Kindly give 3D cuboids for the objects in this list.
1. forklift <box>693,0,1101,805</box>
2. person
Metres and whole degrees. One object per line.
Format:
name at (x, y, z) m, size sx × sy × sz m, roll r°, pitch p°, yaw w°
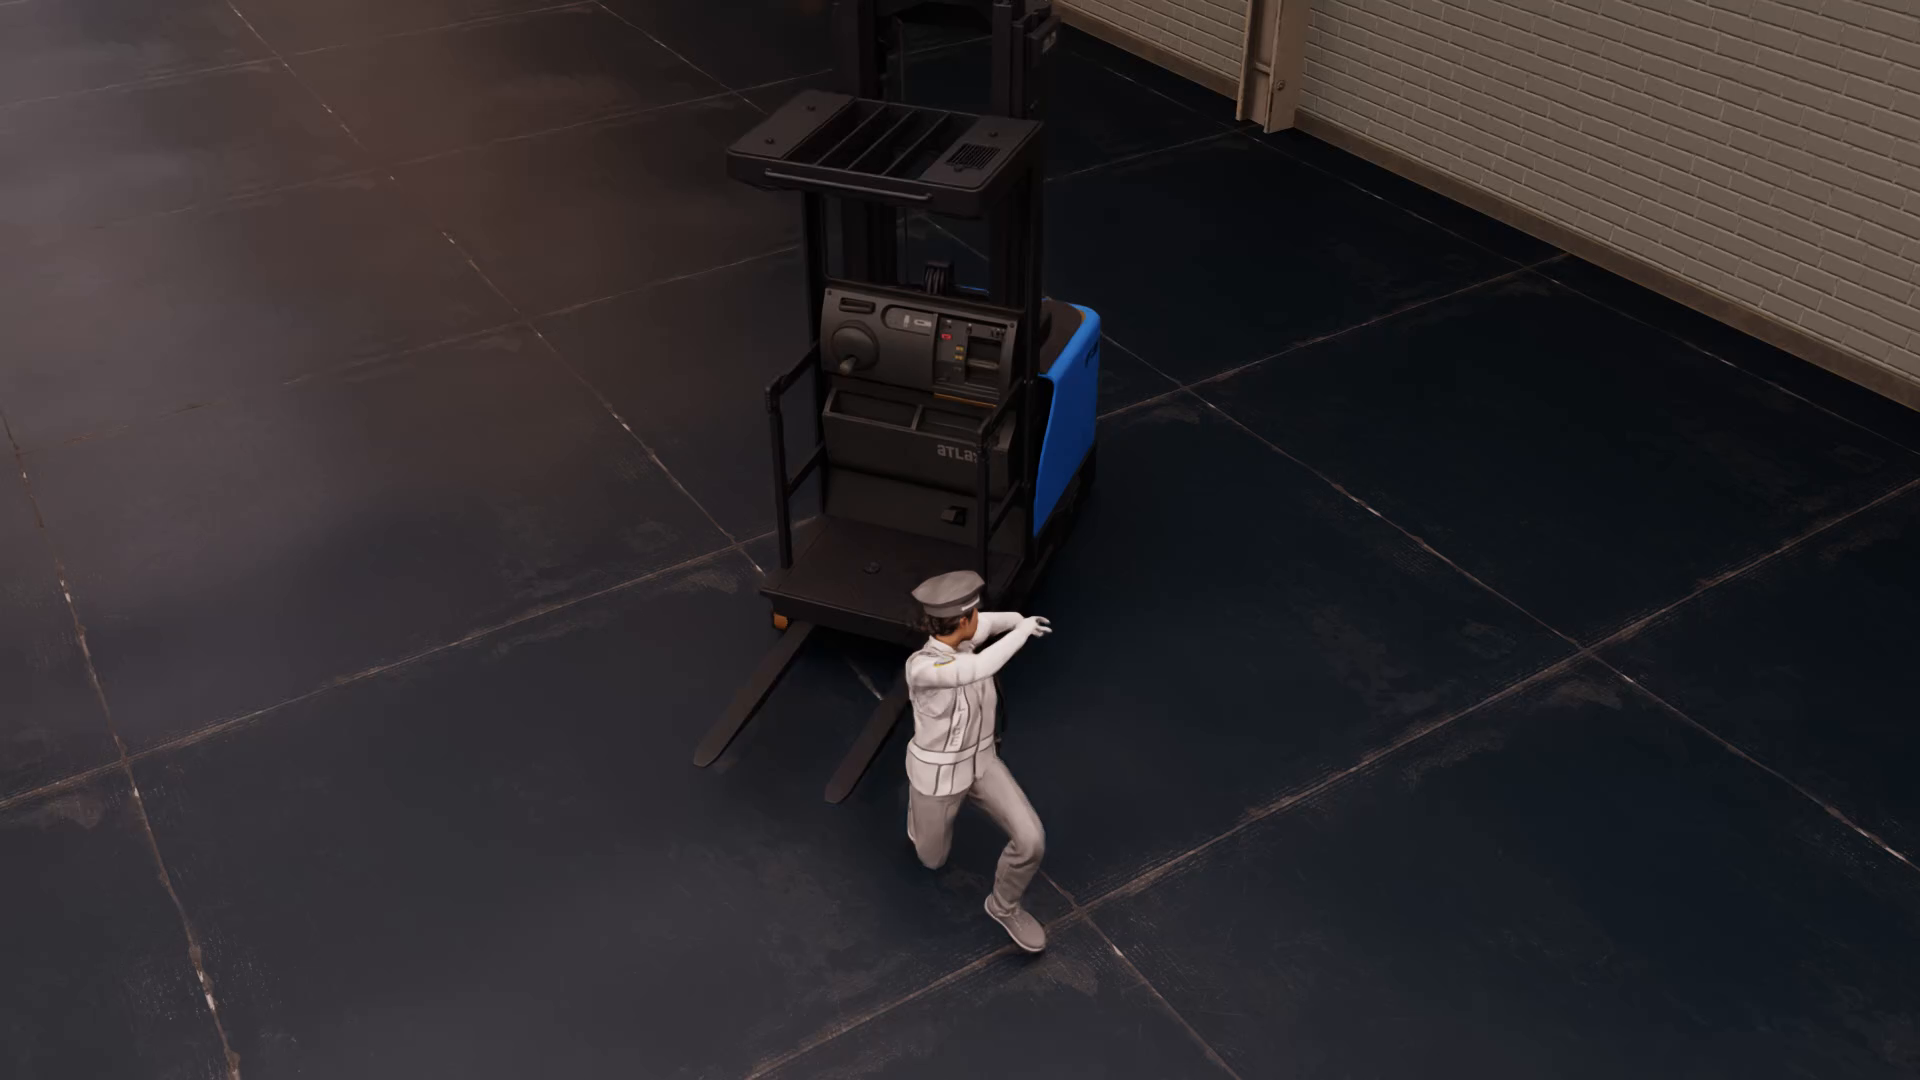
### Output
forklift at (-0.266, -0.821, 7.316) m, size 1.130 × 2.935 × 3.031 m, roll 13°, pitch 37°, yaw 17°
person at (0.195, 0.730, 6.366) m, size 0.890 × 1.369 × 0.928 m, roll -24°, pitch 42°, yaw -31°
